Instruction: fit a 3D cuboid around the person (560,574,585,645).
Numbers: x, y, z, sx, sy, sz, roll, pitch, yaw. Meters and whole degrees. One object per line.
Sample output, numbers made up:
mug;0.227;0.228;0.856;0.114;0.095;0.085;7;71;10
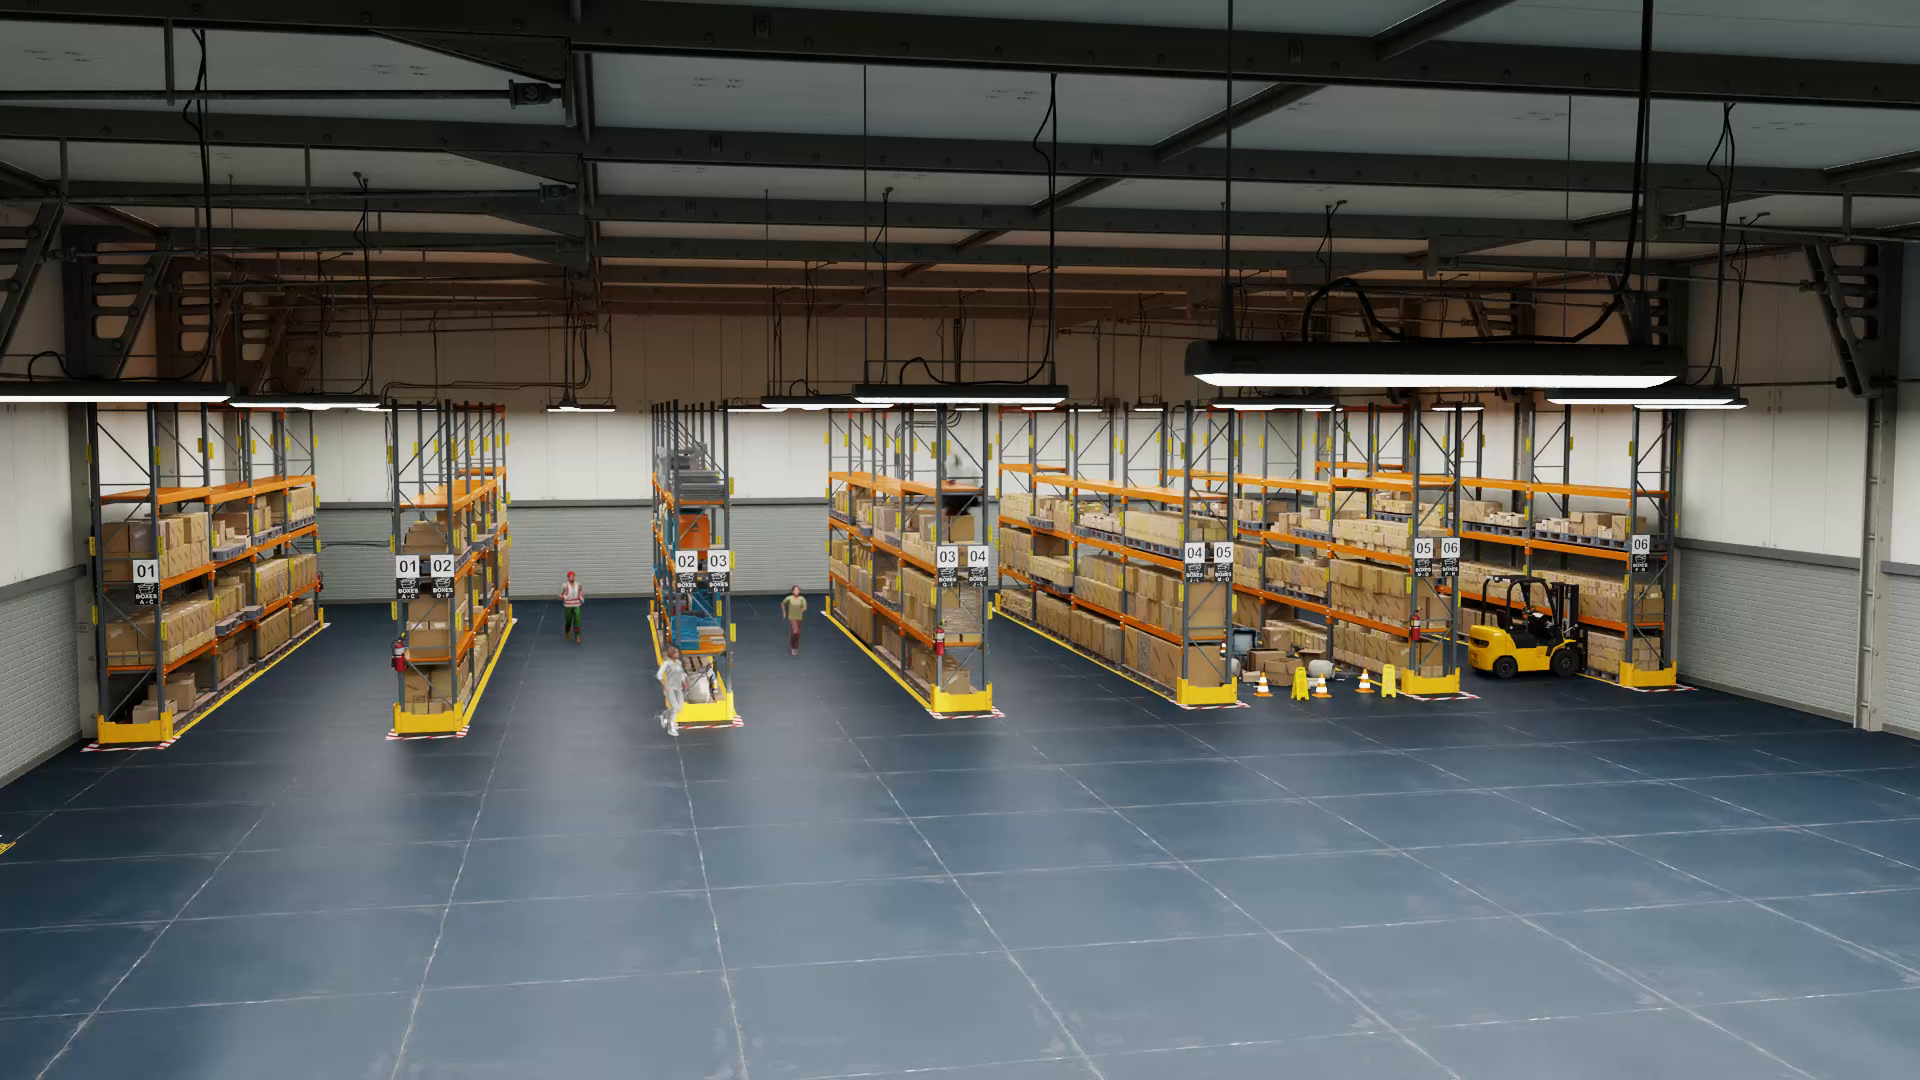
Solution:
person;-9.651;1.724;41.514;0.656;1.760;0.791;-2;5;-27

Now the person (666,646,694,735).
person;-4.993;2.698;29.808;0.467;1.571;0.559;3;5;37

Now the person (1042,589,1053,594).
person;2.610;1.141;49.629;0.545;1.691;0.744;4;6;41

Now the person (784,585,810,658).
person;-3.842;1.900;39.357;0.555;1.695;0.912;-2;5;-21
